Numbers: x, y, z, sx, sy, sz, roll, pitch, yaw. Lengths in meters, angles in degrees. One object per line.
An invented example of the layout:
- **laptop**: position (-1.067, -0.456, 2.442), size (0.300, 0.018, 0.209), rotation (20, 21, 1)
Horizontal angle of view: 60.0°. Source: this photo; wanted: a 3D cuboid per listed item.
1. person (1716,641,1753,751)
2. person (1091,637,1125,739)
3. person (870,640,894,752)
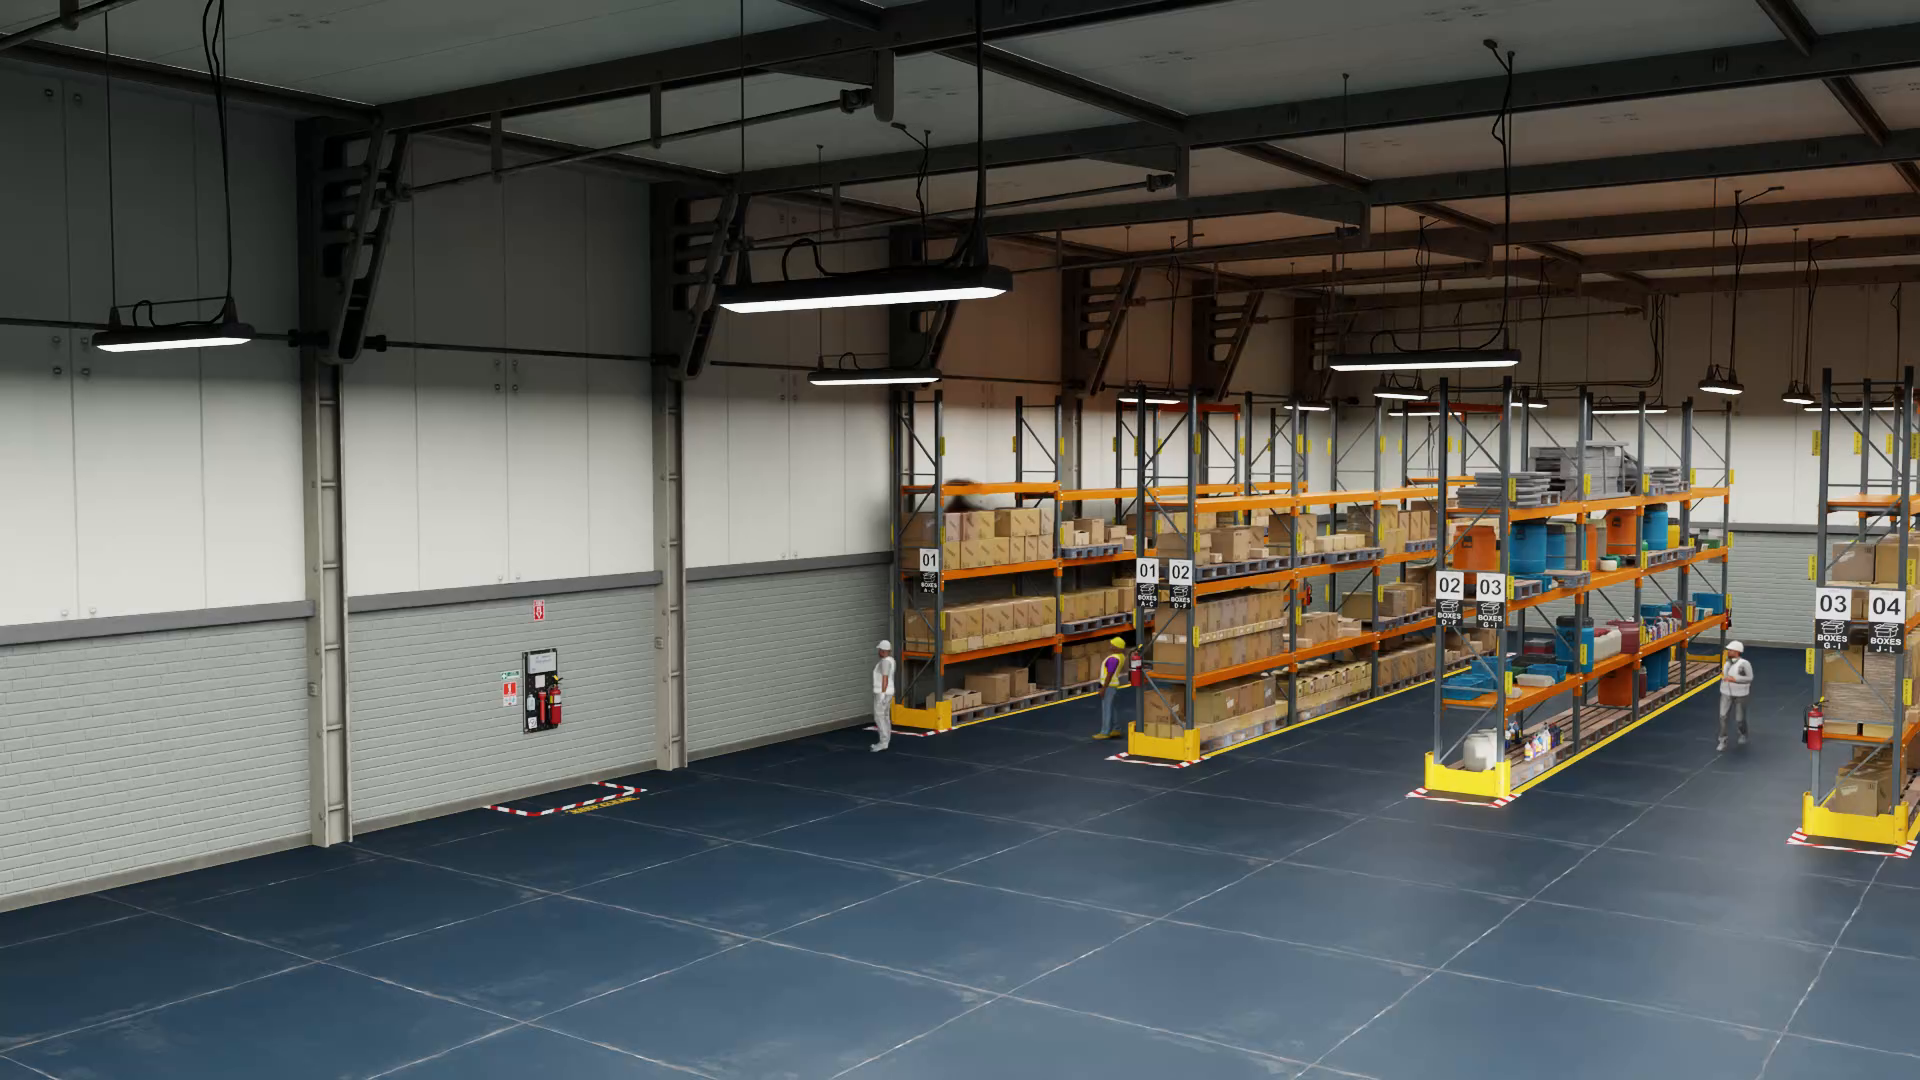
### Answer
- **person**: position (12.865, 2.576, 27.495), size (0.544, 1.816, 0.829), rotation (3, 4, 40)
- **person**: position (2.543, 2.531, 28.588), size (0.607, 1.744, 0.598), rotation (0, 3, -2)
- **person**: position (-1.290, 2.575, 27.478), size (0.391, 1.831, 0.604), rotation (0, 3, 6)
